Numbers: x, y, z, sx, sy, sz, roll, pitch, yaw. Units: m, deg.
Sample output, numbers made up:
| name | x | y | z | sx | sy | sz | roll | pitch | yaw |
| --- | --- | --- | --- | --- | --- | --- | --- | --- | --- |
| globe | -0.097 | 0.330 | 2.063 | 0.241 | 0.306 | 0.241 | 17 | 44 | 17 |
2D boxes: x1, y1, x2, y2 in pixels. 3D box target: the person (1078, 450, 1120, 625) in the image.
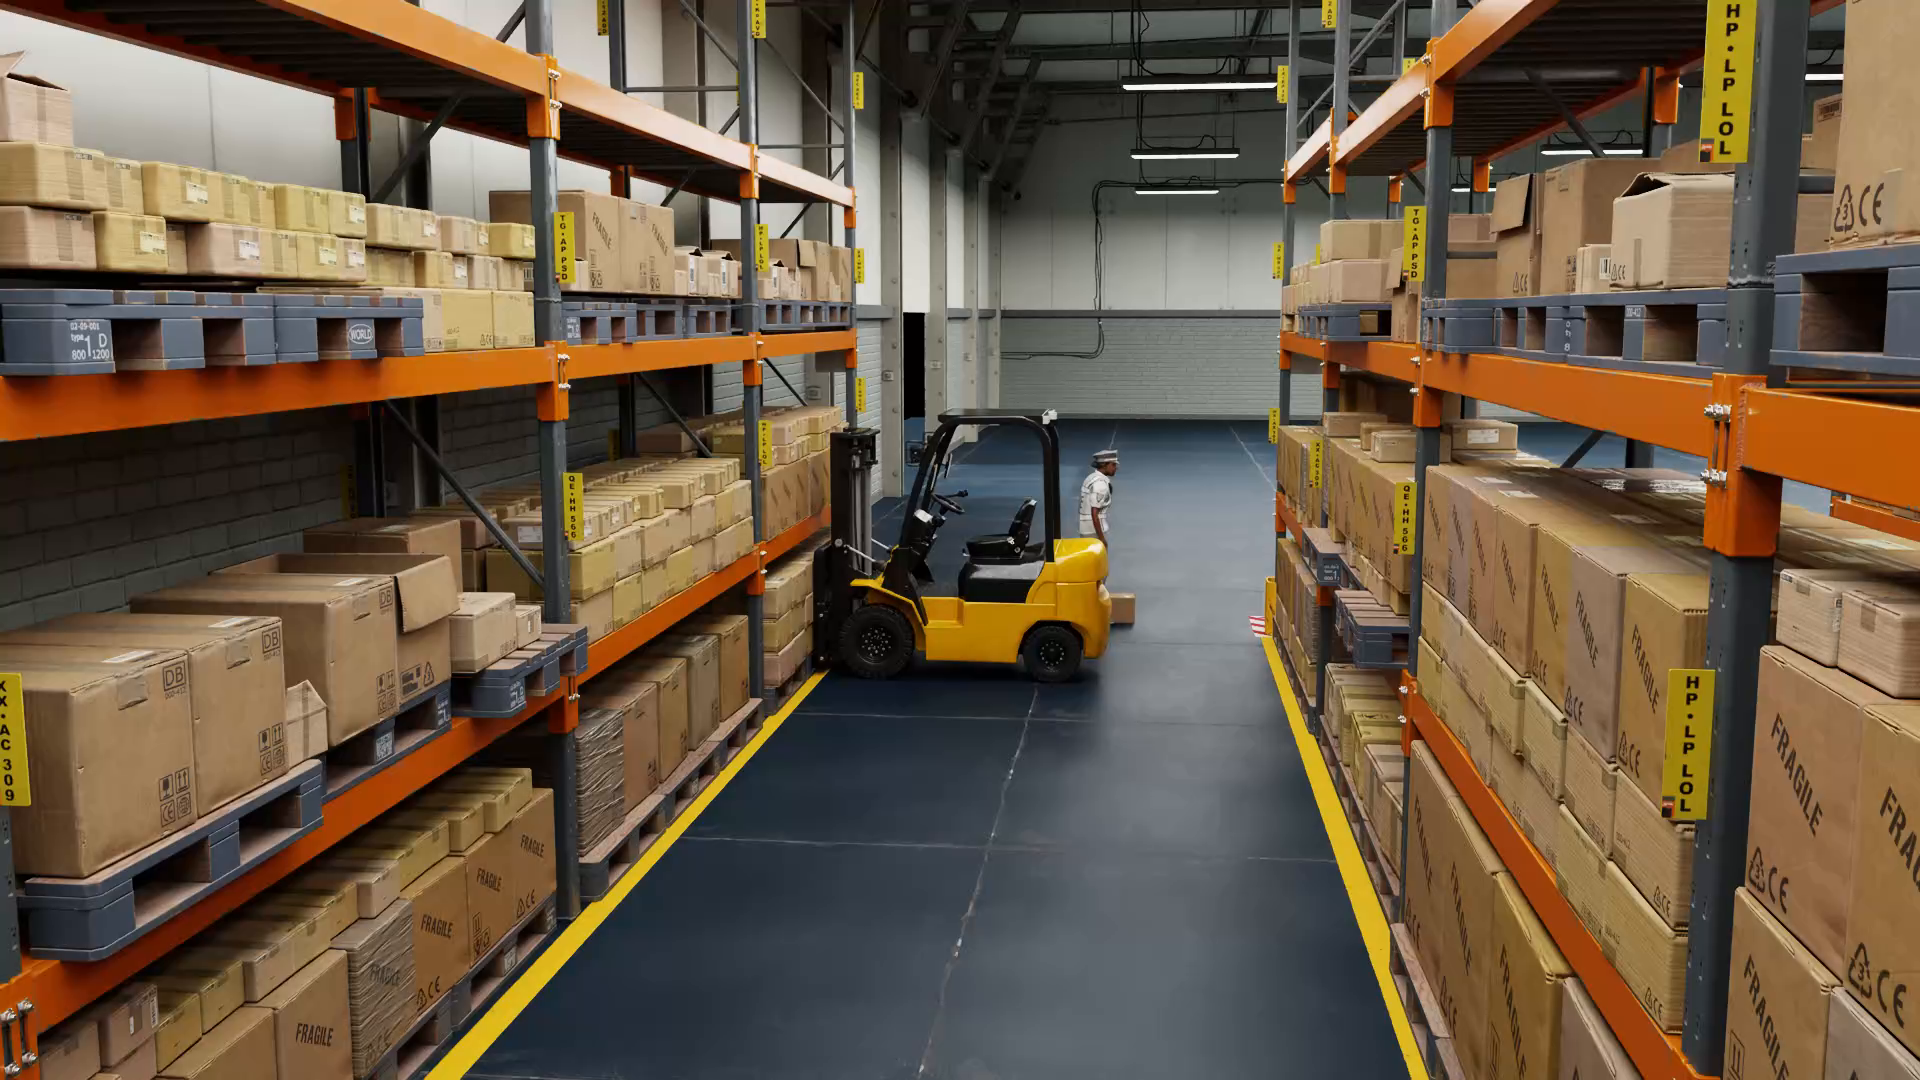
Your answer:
| name | x | y | z | sx | sy | sz | roll | pitch | yaw |
| --- | --- | --- | --- | --- | --- | --- | --- | --- | --- |
| person | 1.339 | -0.038 | 16.075 | 0.396 | 1.661 | 0.525 | 1 | 8 | 4 |
